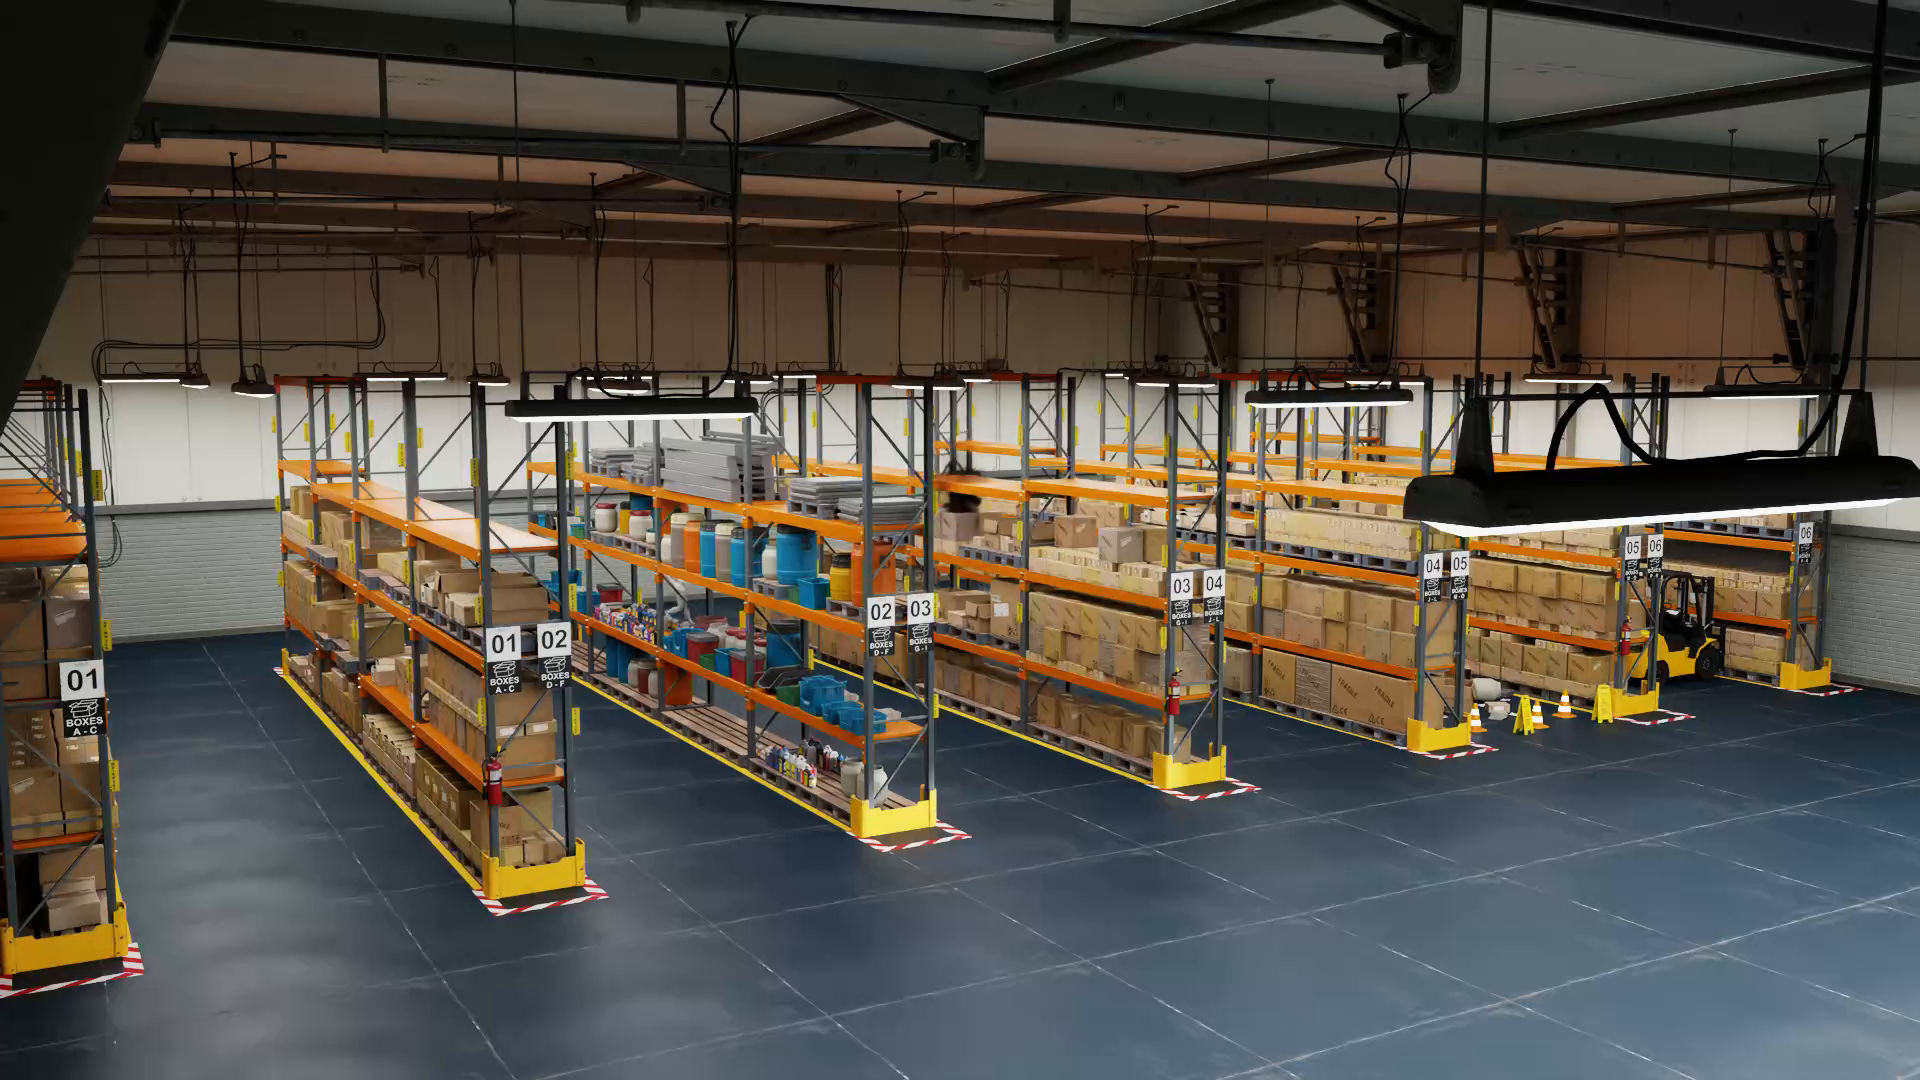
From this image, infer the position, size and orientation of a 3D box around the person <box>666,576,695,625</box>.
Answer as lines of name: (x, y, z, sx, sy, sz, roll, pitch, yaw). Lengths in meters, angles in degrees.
person: (-6.610, 1.205, 39.101, 0.905, 1.672, 0.622, -2, 7, -22)

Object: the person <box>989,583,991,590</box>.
person: (0.728, 0.810, 42.570, 0.632, 1.730, 0.689, -4, 7, -32)

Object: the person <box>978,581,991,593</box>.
person: (0.639, 0.890, 42.023, 0.782, 1.764, 0.704, 4, 8, 35)
